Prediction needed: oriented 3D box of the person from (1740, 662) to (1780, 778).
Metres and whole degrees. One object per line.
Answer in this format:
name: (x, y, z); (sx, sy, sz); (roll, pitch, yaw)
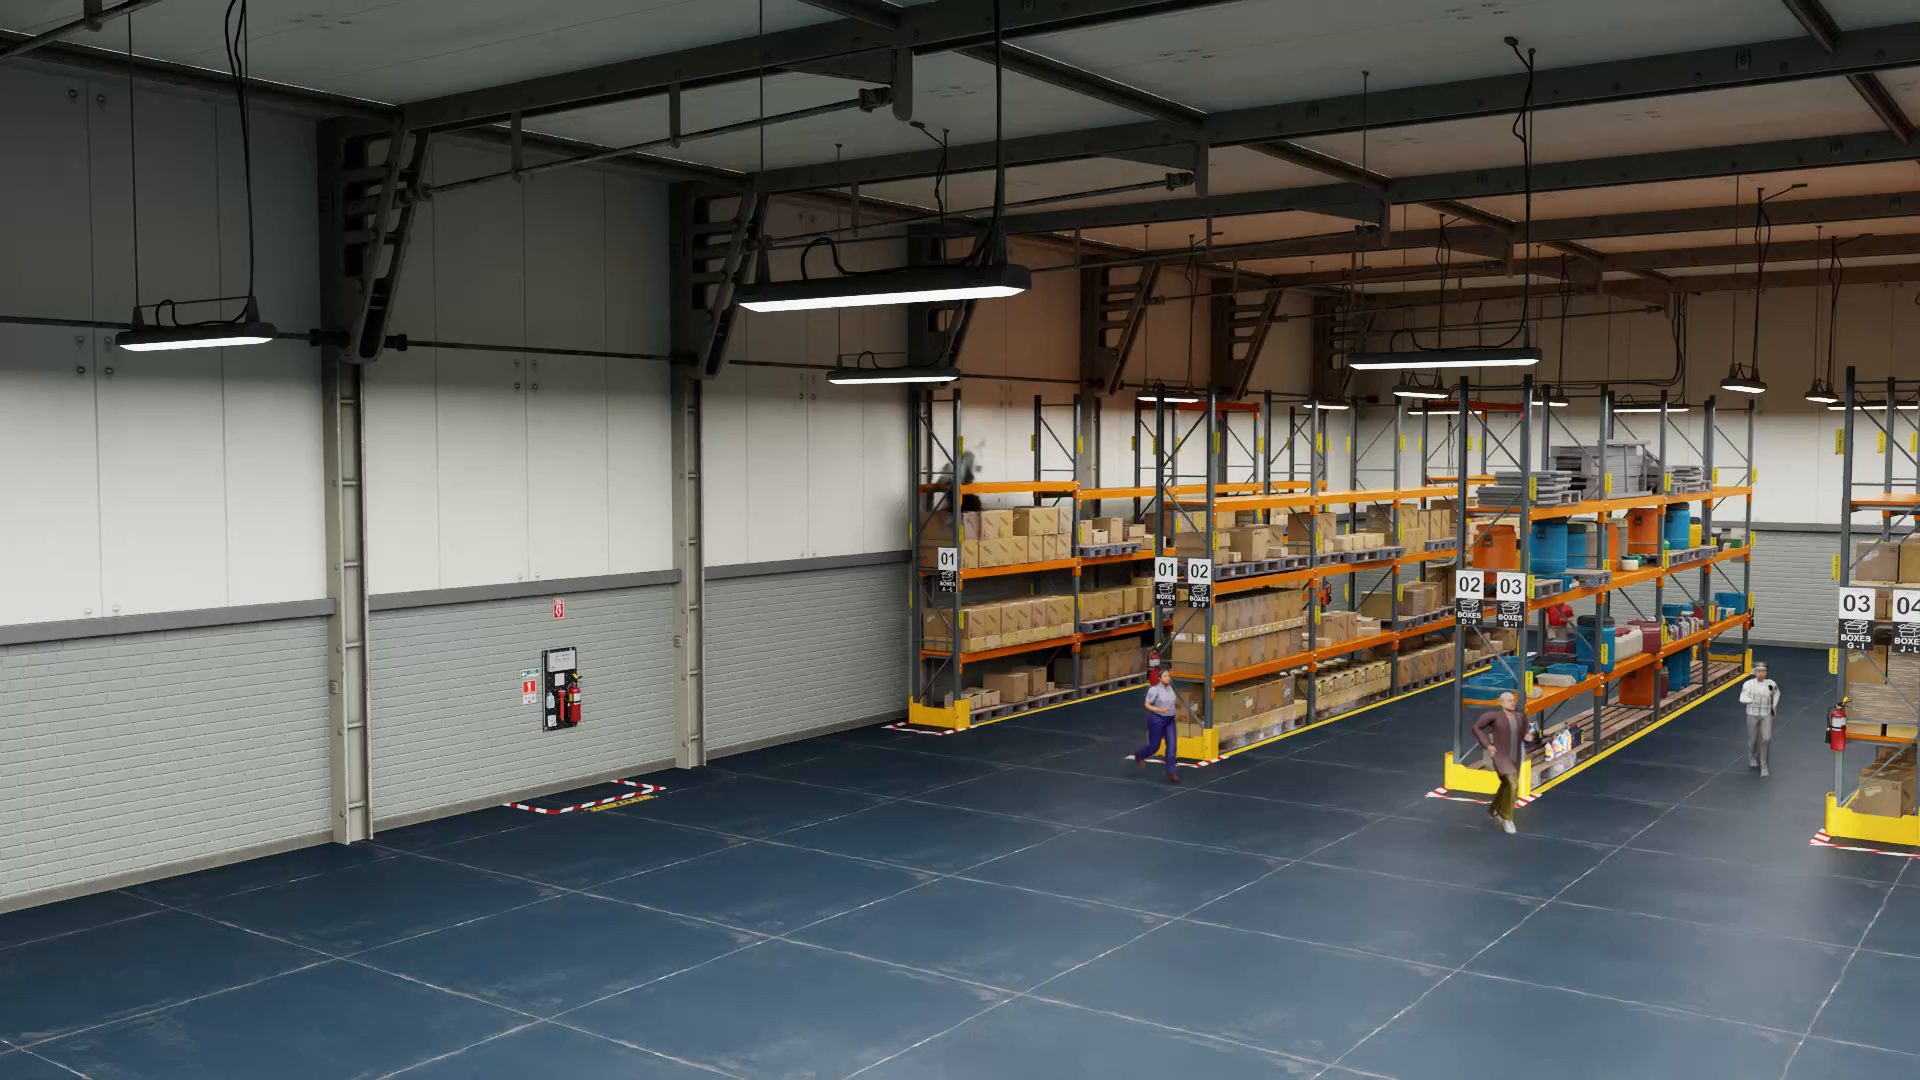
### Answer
person: (12.197, 2.712, 25.374); (0.557, 1.737, 0.816); (2, 4, 25)

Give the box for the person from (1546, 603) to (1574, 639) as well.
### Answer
person: (13.217, 2.060, 36.740); (0.643, 1.802, 0.801); (2, 4, 26)

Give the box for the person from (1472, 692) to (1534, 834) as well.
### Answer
person: (7.104, 2.995, 21.616); (0.695, 1.627, 0.779); (-1, 4, -23)

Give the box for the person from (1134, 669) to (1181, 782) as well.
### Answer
person: (3.029, 2.760, 25.006); (0.613, 1.648, 0.927); (-2, 4, -34)
